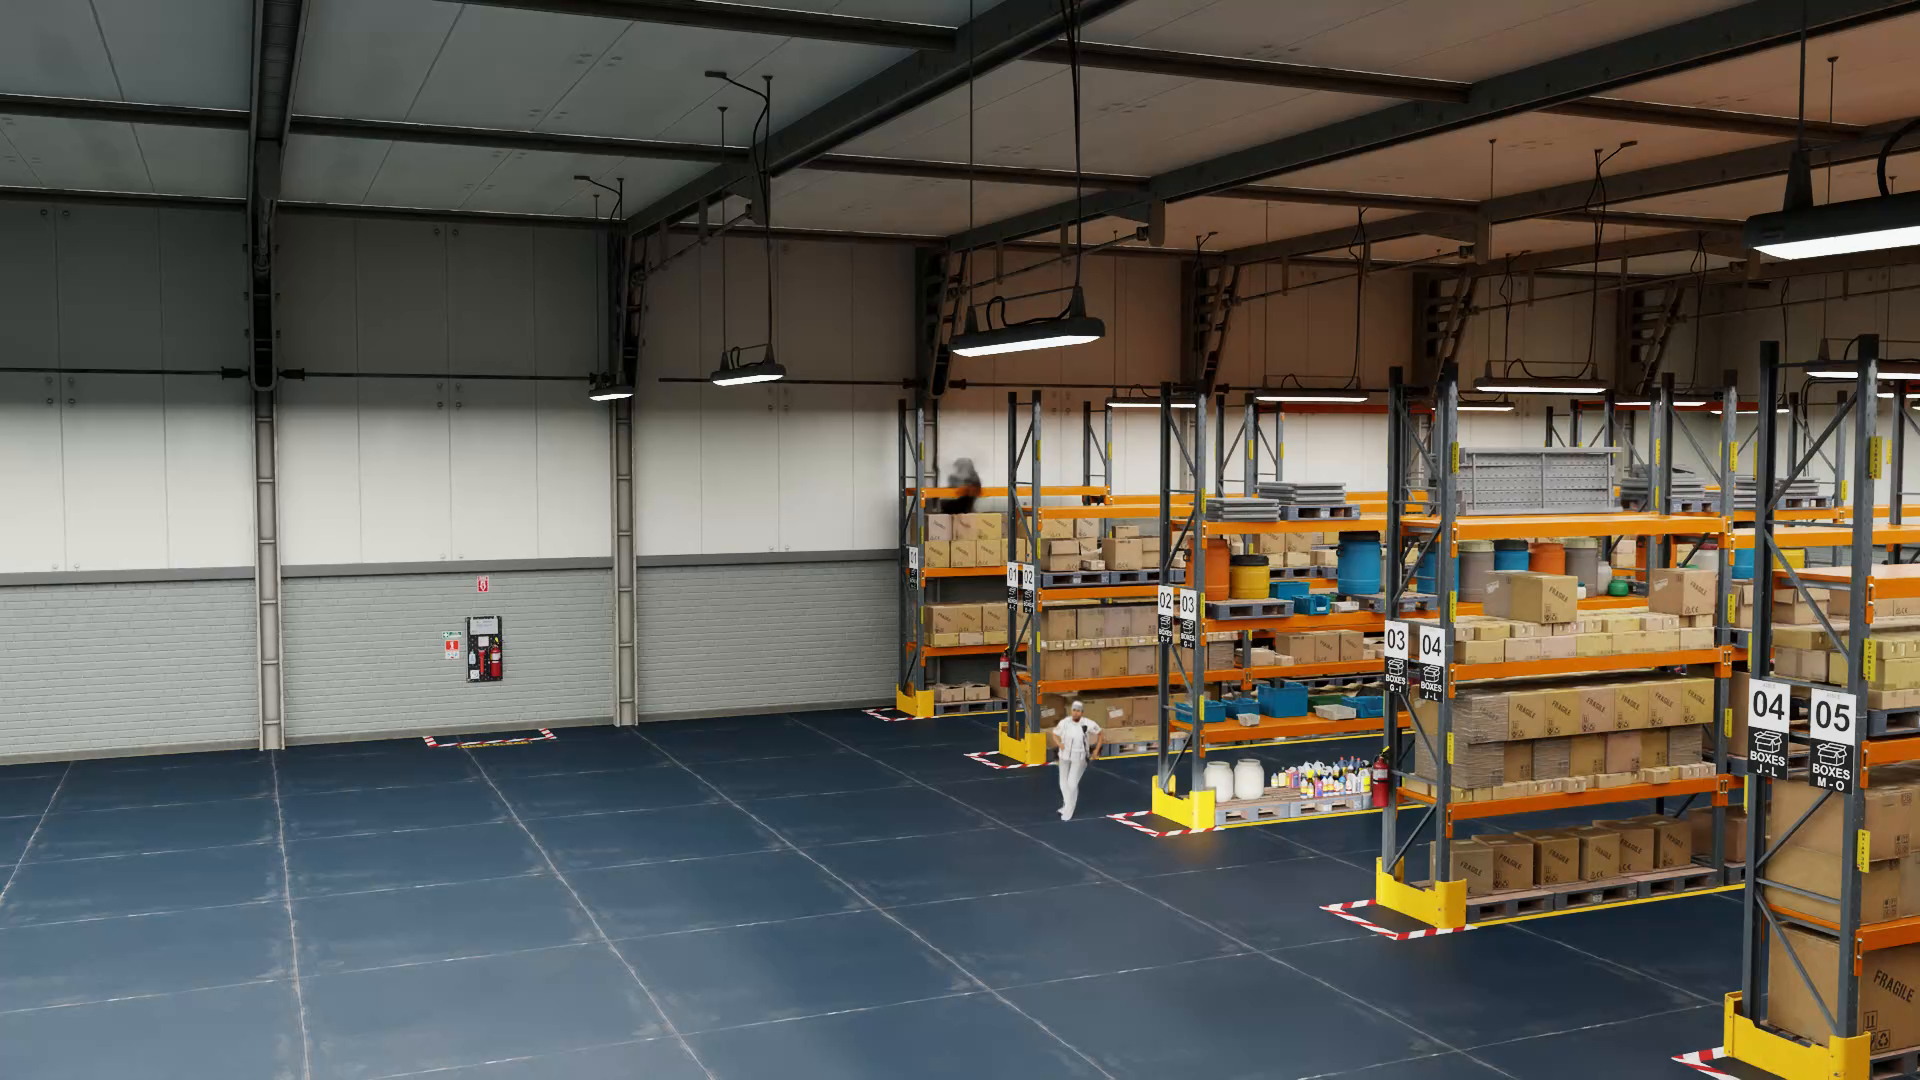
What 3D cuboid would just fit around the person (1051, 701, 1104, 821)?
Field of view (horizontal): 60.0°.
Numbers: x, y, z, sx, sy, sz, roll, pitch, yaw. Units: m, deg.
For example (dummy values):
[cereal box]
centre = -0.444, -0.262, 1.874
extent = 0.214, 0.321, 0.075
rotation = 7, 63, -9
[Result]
[person]
centre = 1.586, 3.024, 22.806
extent = 0.676, 1.661, 0.679
rotation = 1, 4, 23
